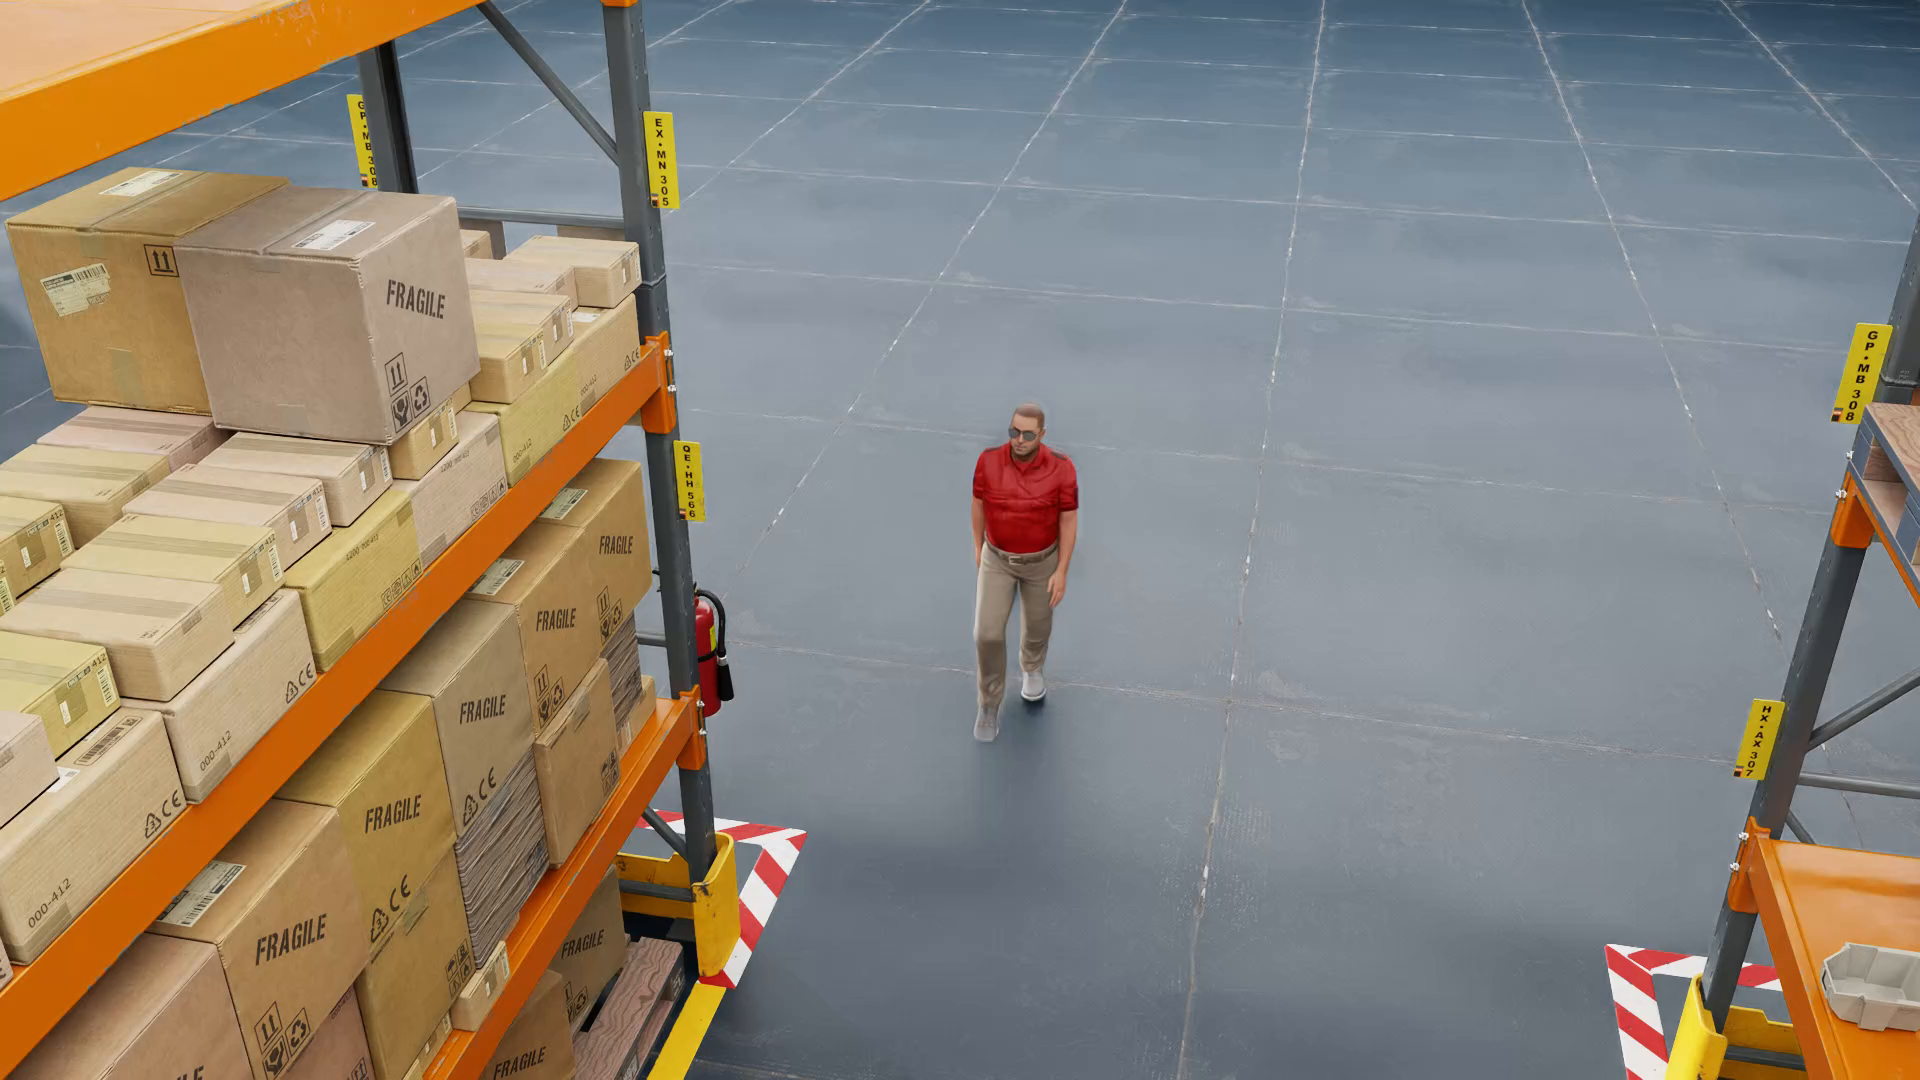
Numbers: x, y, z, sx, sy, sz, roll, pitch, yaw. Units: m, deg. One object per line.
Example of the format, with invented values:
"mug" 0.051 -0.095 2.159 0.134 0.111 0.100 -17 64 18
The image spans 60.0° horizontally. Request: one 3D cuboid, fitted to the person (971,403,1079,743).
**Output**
"person" 0.311 0.160 8.390 0.547 1.793 0.663 4 29 7
